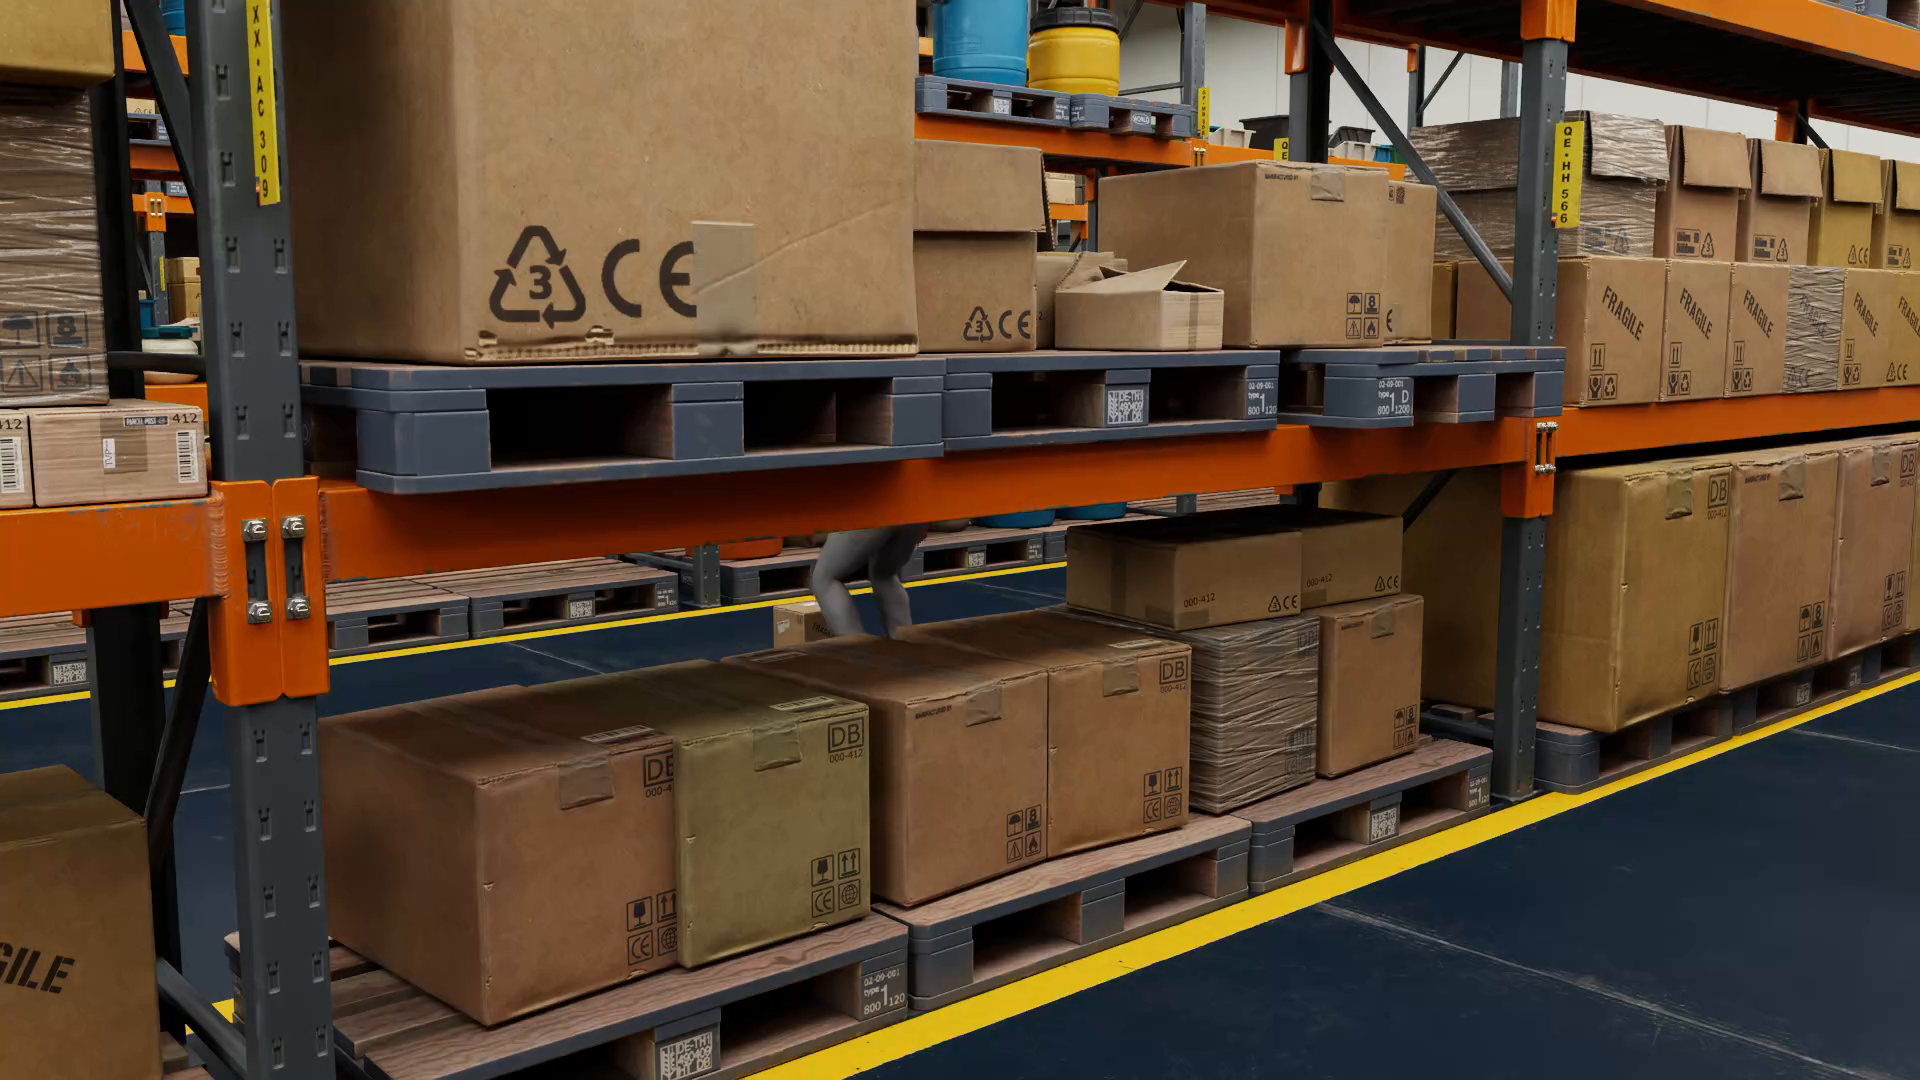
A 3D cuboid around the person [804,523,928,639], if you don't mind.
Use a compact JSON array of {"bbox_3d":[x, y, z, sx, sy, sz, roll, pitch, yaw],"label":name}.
[{"bbox_3d":[-0.444,-0.121,7.426,0.490,1.487,0.628,-6,10,-40],"label":"person"}]
